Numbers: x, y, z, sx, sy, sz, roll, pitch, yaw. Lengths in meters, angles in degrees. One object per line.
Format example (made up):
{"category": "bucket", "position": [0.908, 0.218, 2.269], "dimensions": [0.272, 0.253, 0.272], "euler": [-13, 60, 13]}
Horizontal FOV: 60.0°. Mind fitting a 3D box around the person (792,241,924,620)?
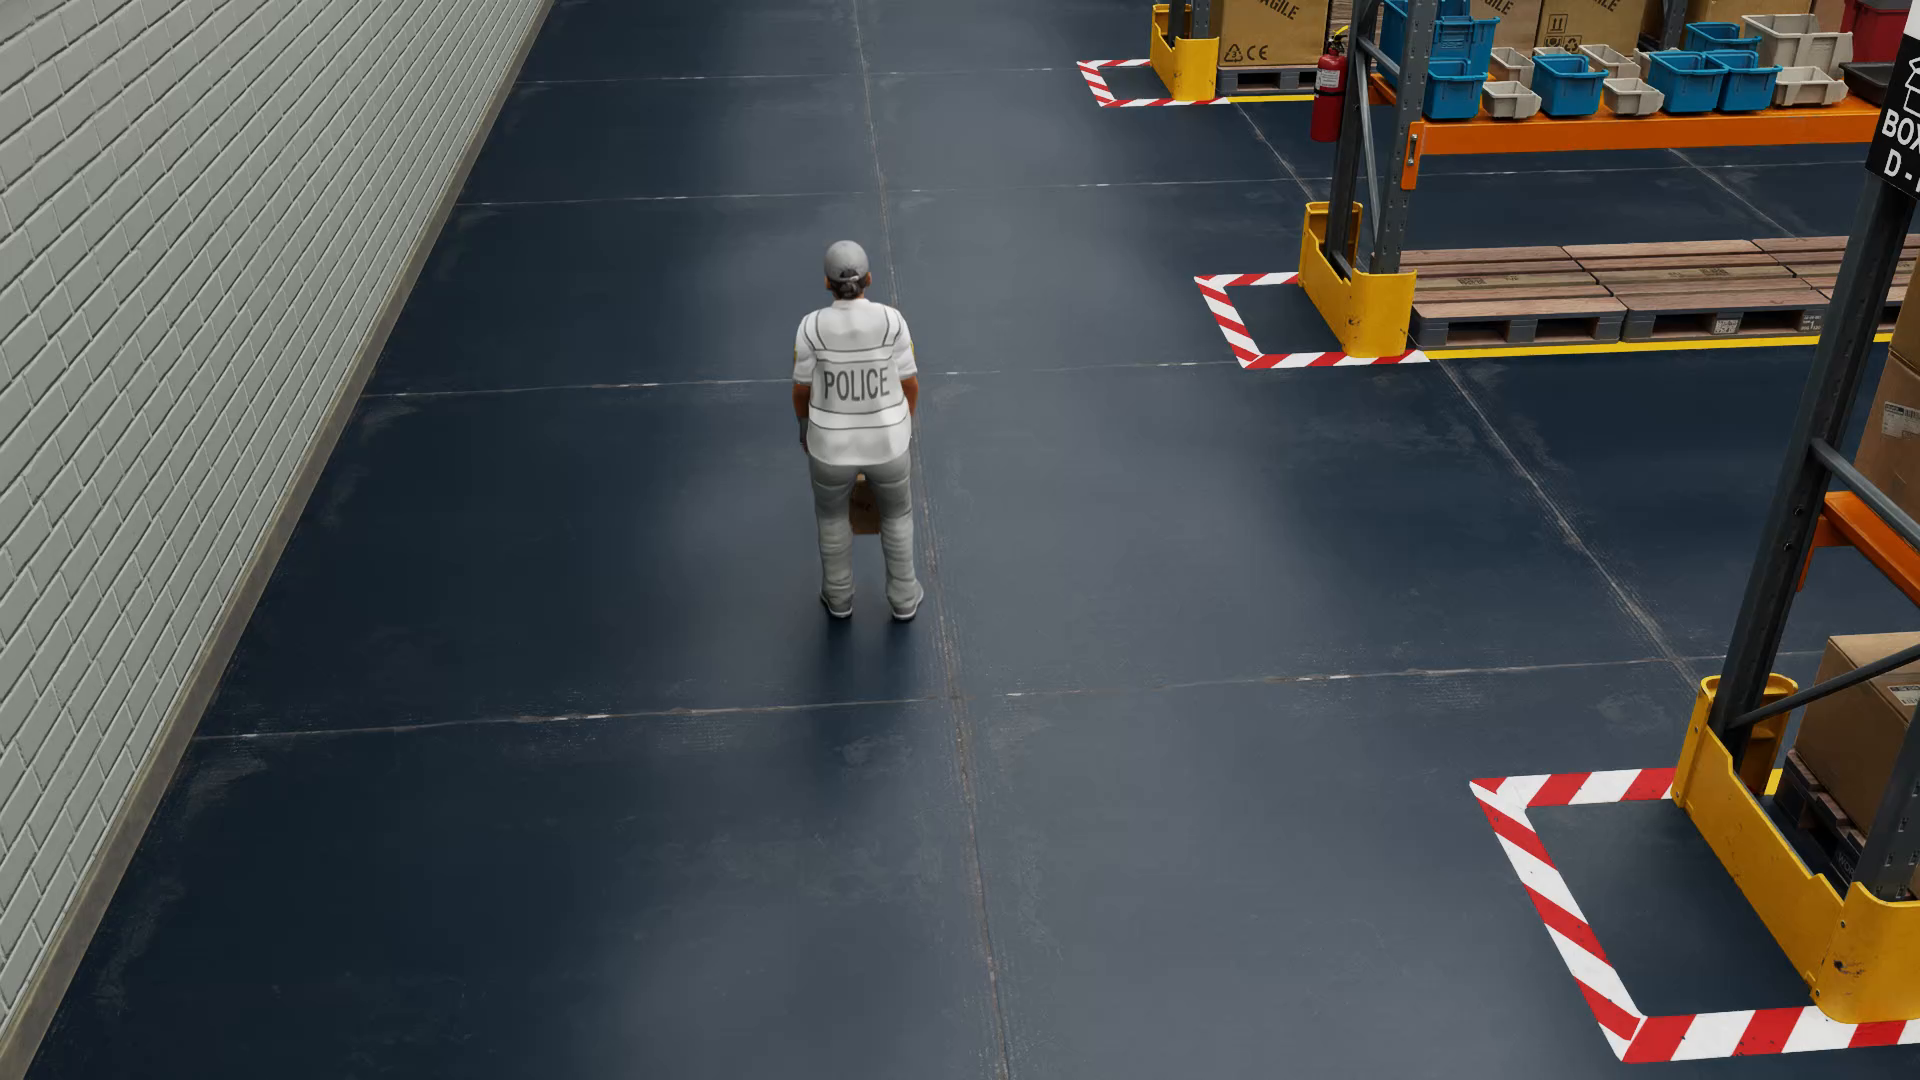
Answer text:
{"category": "person", "position": [-0.412, -0.411, 6.801], "dimensions": [0.528, 1.669, 0.452], "euler": [-4, 31, -6]}
